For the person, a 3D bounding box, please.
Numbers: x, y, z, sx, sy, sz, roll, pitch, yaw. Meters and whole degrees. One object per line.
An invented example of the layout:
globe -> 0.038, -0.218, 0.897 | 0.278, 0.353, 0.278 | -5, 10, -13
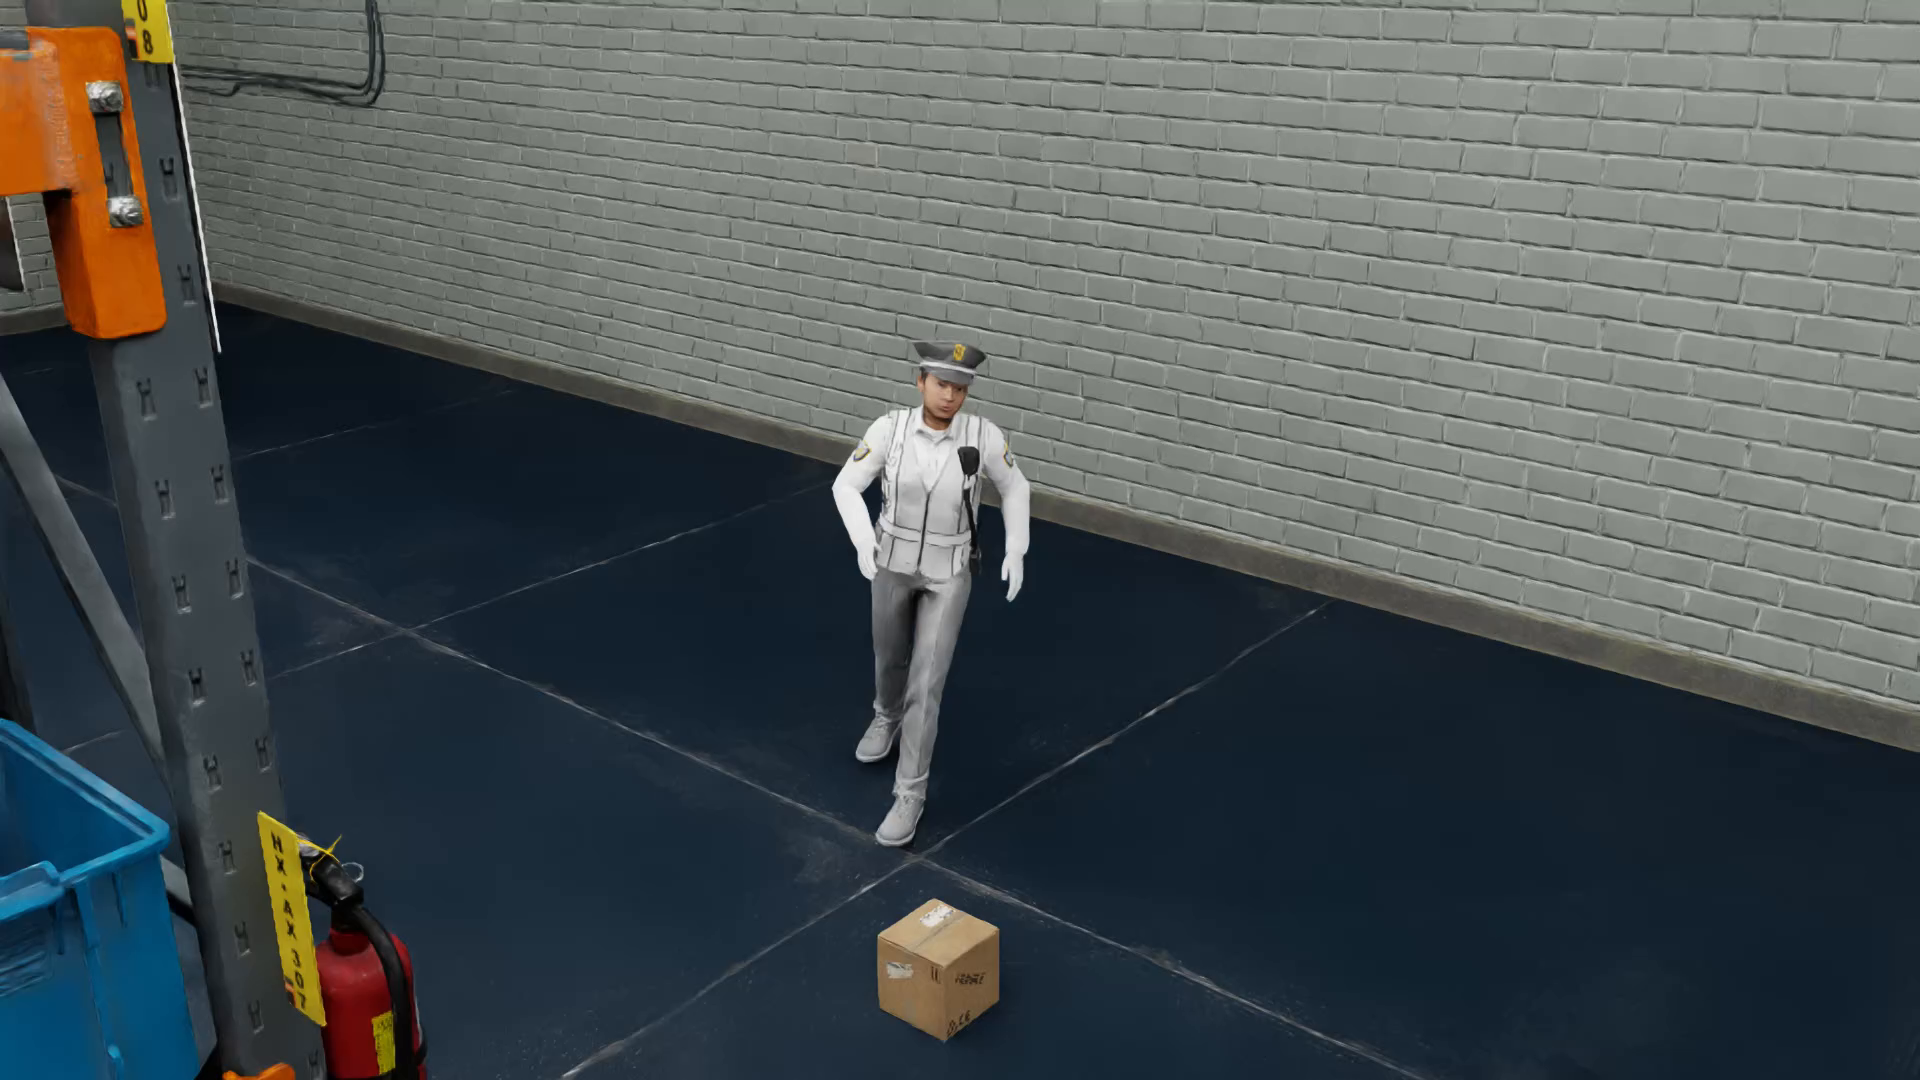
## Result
person -> -0.105, 0.120, 5.665 | 0.664, 1.664, 0.838 | 3, 20, 7
